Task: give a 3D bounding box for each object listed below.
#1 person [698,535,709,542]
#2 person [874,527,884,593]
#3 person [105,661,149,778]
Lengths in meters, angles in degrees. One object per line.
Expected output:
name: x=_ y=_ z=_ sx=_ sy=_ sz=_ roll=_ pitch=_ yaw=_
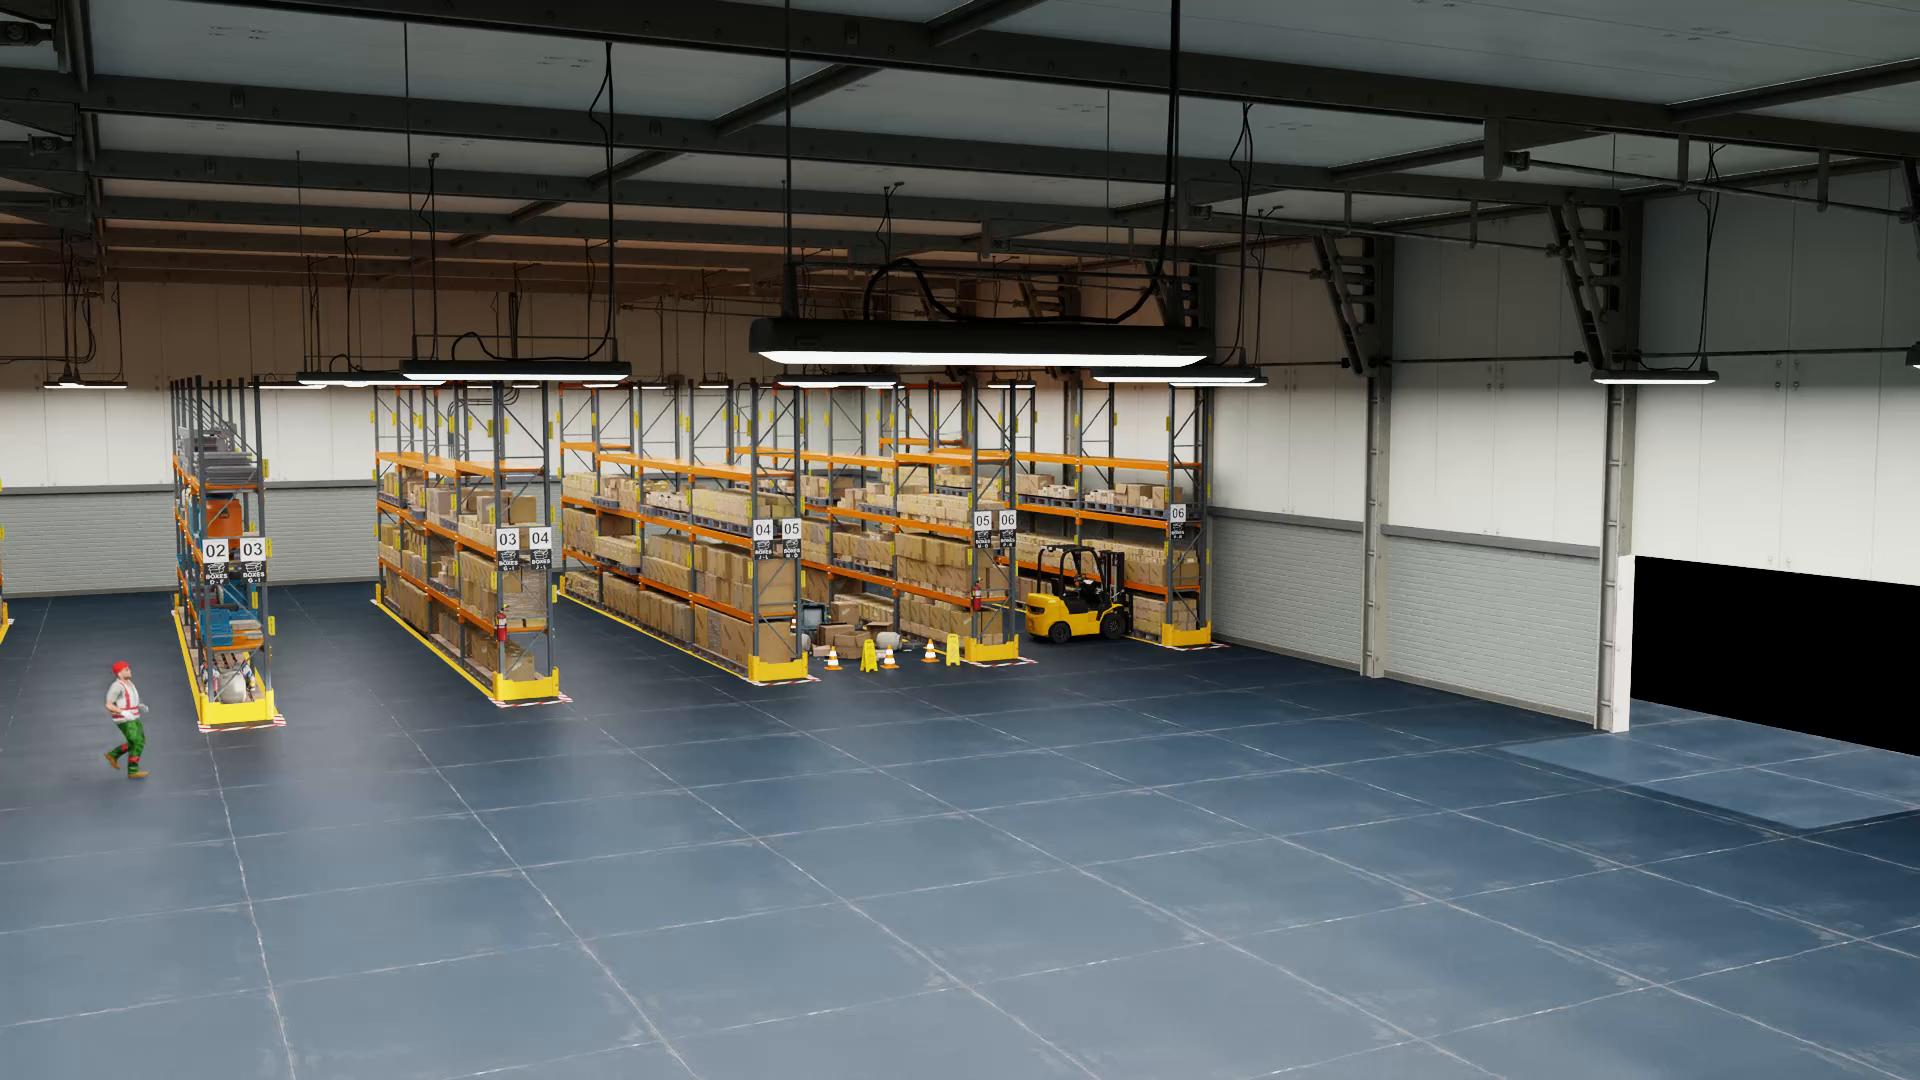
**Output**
person: x=-7.785 y=0.377 z=50.488 sx=0.927 sy=1.673 sz=0.618 roll=-4 pitch=6 yaw=-36
person: x=-2.198 y=0.555 z=44.788 sx=0.686 sy=1.820 sz=0.827 roll=-3 pitch=6 yaw=-27
person: x=-12.402 y=2.664 z=24.659 sx=0.665 sy=1.740 sz=0.657 roll=0 pitch=5 yaw=-3
